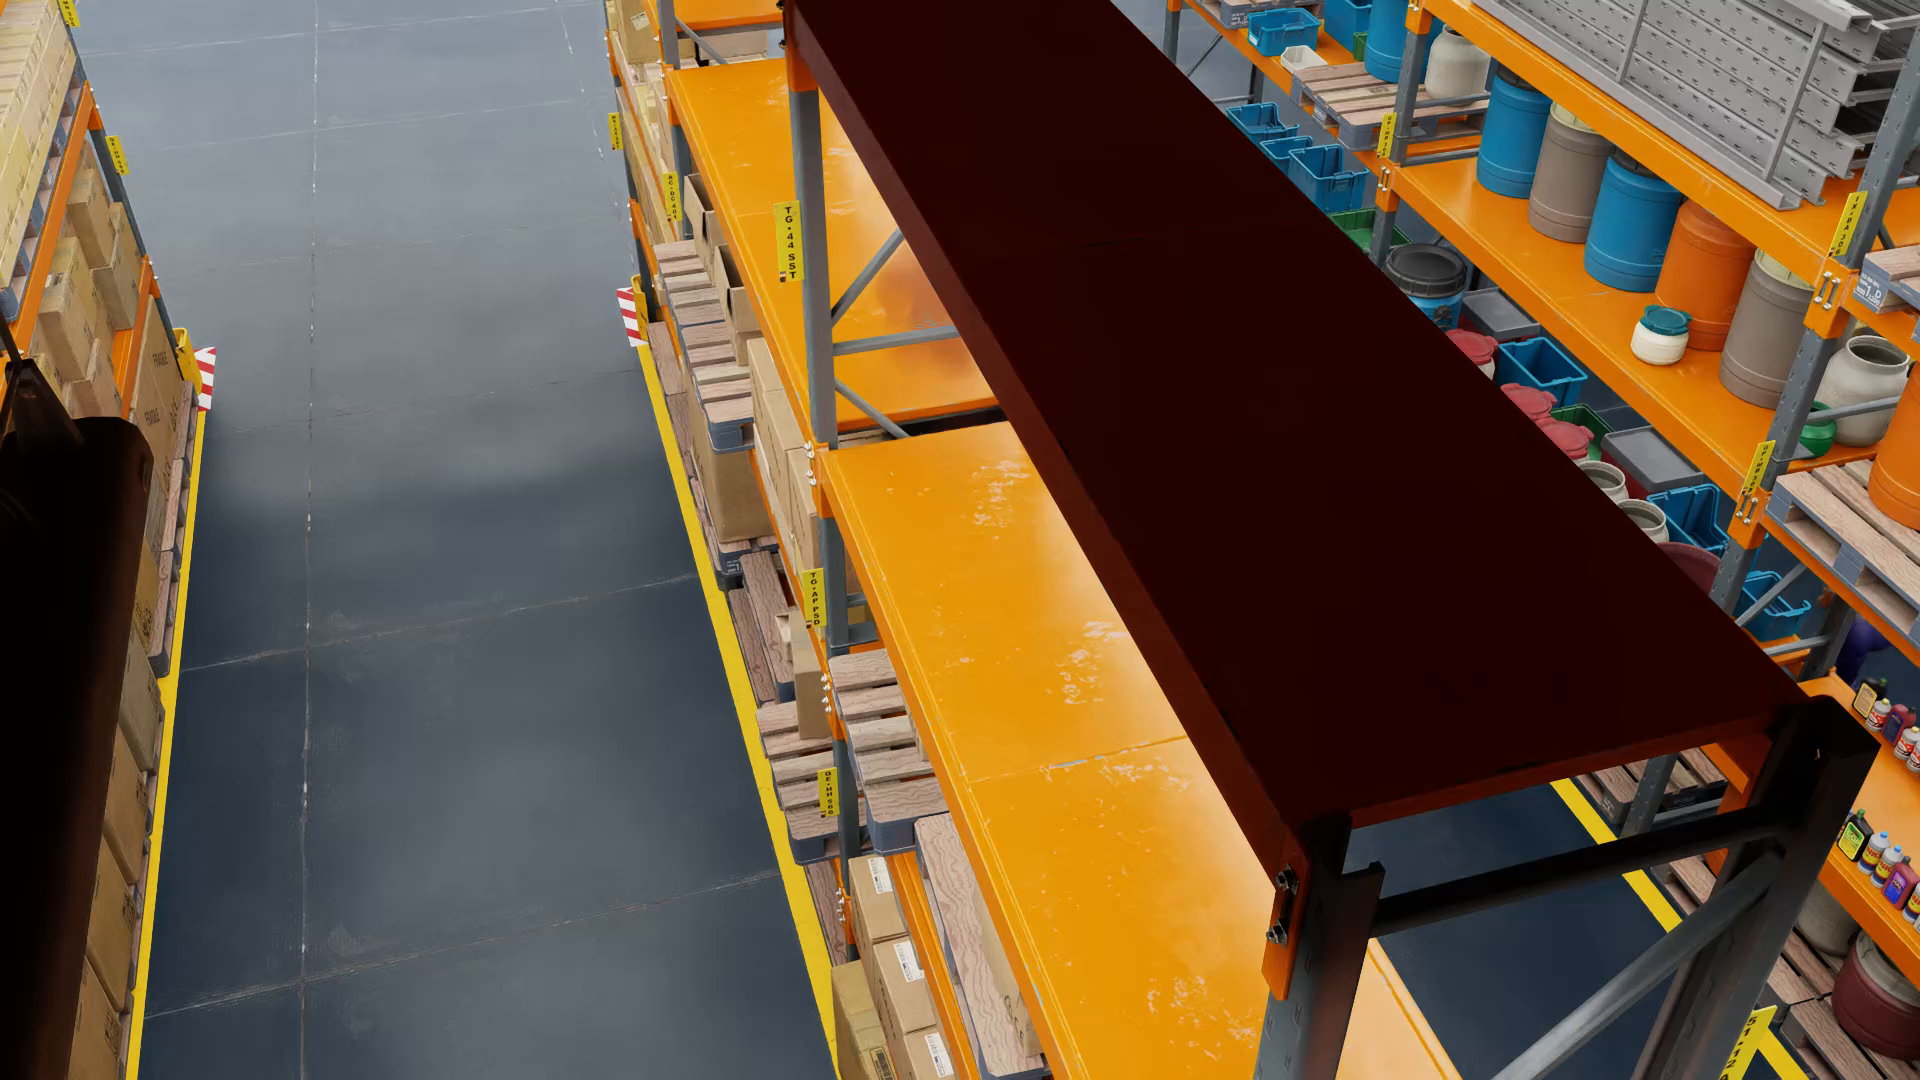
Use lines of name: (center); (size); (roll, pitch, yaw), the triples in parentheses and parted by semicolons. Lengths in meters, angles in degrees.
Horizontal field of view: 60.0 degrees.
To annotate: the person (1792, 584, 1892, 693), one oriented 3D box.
person: (5.836, 0.681, 10.748); (0.642, 1.612, 0.976); (-7, 39, -9)
